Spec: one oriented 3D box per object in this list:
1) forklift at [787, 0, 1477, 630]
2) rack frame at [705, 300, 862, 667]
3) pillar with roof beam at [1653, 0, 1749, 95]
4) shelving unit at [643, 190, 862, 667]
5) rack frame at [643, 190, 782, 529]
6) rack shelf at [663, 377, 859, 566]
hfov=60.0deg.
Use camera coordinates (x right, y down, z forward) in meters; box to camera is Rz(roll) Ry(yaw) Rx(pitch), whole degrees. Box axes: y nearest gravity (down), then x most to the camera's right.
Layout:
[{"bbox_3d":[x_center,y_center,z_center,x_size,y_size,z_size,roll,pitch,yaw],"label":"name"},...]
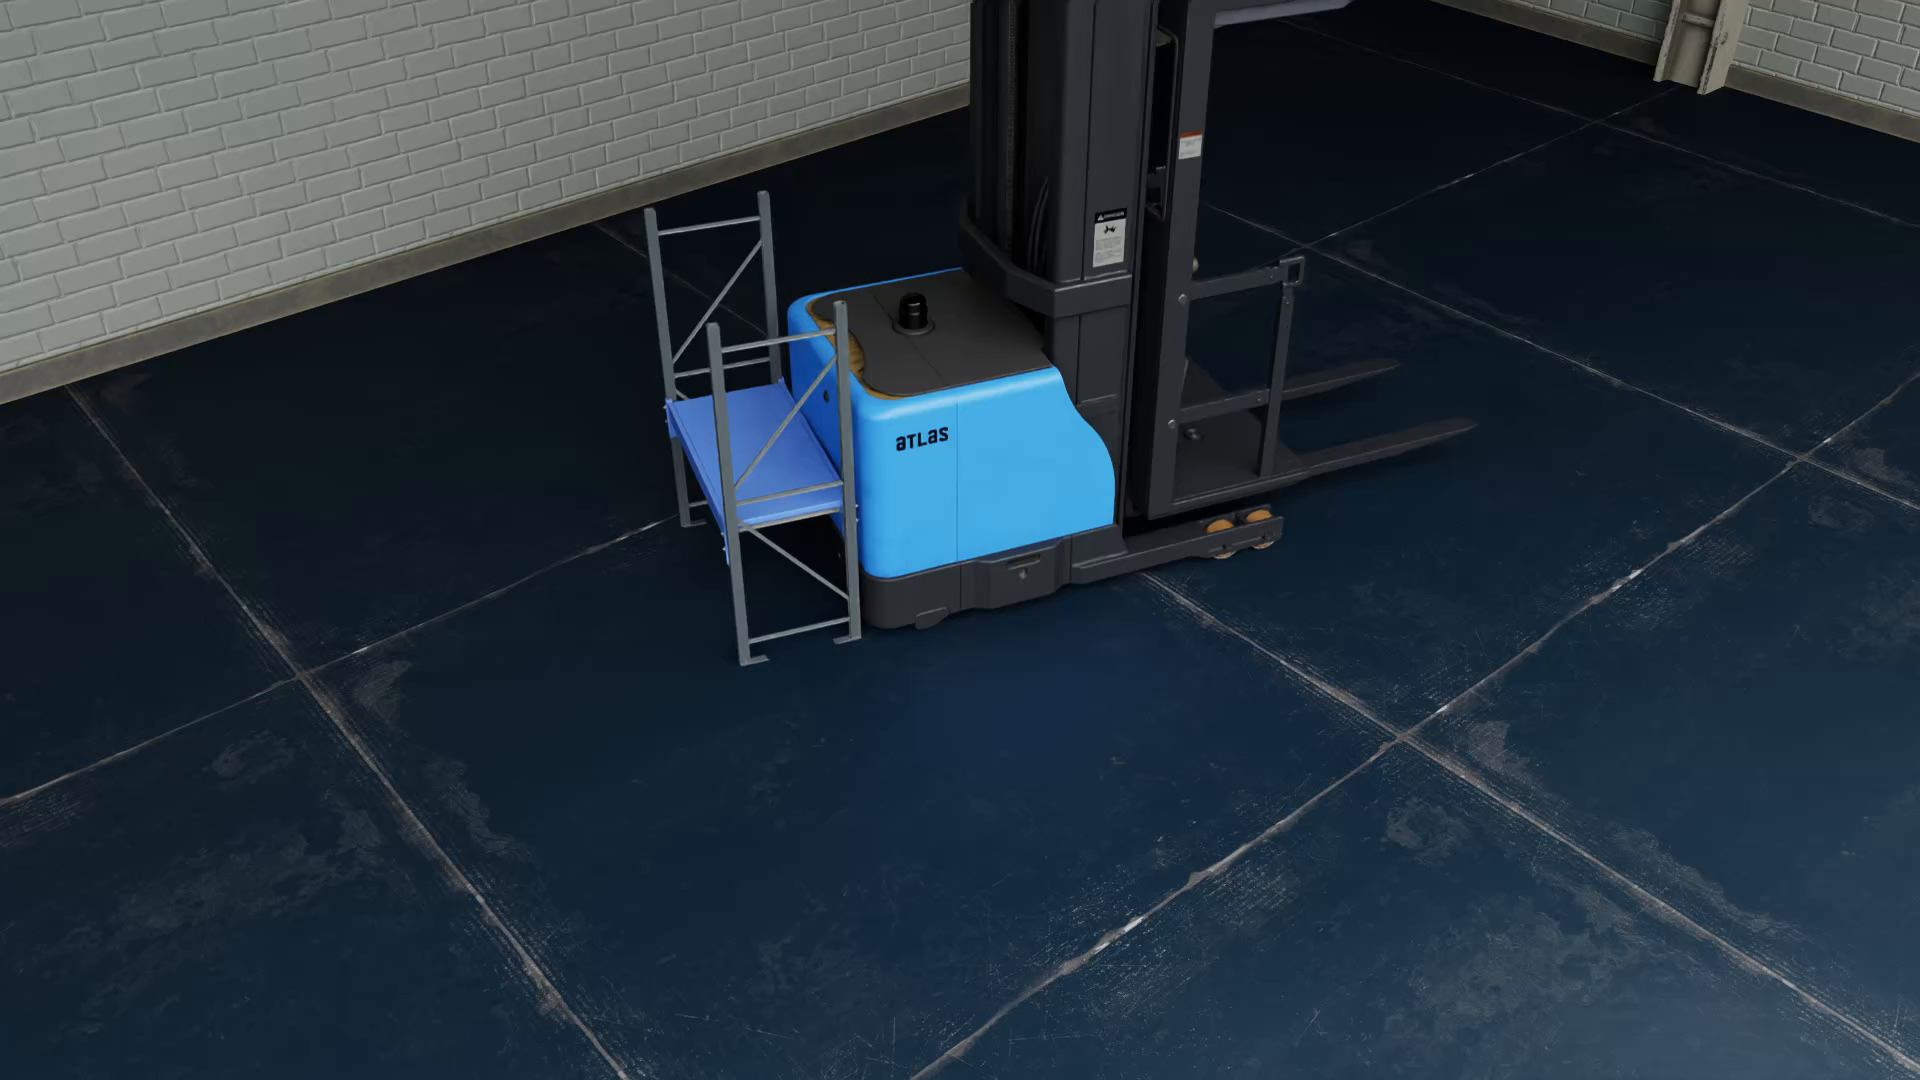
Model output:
[{"bbox_3d":[0.847,-1.382,6.666,3.031,2.935,1.130,-14,38,-18],"label":"forklift"},{"bbox_3d":[-0.635,-0.172,6.195,0.500,1.500,0.032,-12,37,-17],"label":"rack frame"},{"bbox_3d":[1.912,-5.332,6.993,9.100,9.000,0.400,-26,43,-32],"label":"pillar with roof beam"},{"bbox_3d":[-0.816,-0.447,6.583,0.538,1.500,1.048,-12,37,-17],"label":"shelving unit"},{"bbox_3d":[-0.996,-0.721,6.971,0.500,1.500,0.032,-12,37,-17],"label":"rack frame"},{"bbox_3d":[-0.816,-0.300,6.687,0.538,0.185,1.000,-12,37,-17],"label":"rack shelf"}]
